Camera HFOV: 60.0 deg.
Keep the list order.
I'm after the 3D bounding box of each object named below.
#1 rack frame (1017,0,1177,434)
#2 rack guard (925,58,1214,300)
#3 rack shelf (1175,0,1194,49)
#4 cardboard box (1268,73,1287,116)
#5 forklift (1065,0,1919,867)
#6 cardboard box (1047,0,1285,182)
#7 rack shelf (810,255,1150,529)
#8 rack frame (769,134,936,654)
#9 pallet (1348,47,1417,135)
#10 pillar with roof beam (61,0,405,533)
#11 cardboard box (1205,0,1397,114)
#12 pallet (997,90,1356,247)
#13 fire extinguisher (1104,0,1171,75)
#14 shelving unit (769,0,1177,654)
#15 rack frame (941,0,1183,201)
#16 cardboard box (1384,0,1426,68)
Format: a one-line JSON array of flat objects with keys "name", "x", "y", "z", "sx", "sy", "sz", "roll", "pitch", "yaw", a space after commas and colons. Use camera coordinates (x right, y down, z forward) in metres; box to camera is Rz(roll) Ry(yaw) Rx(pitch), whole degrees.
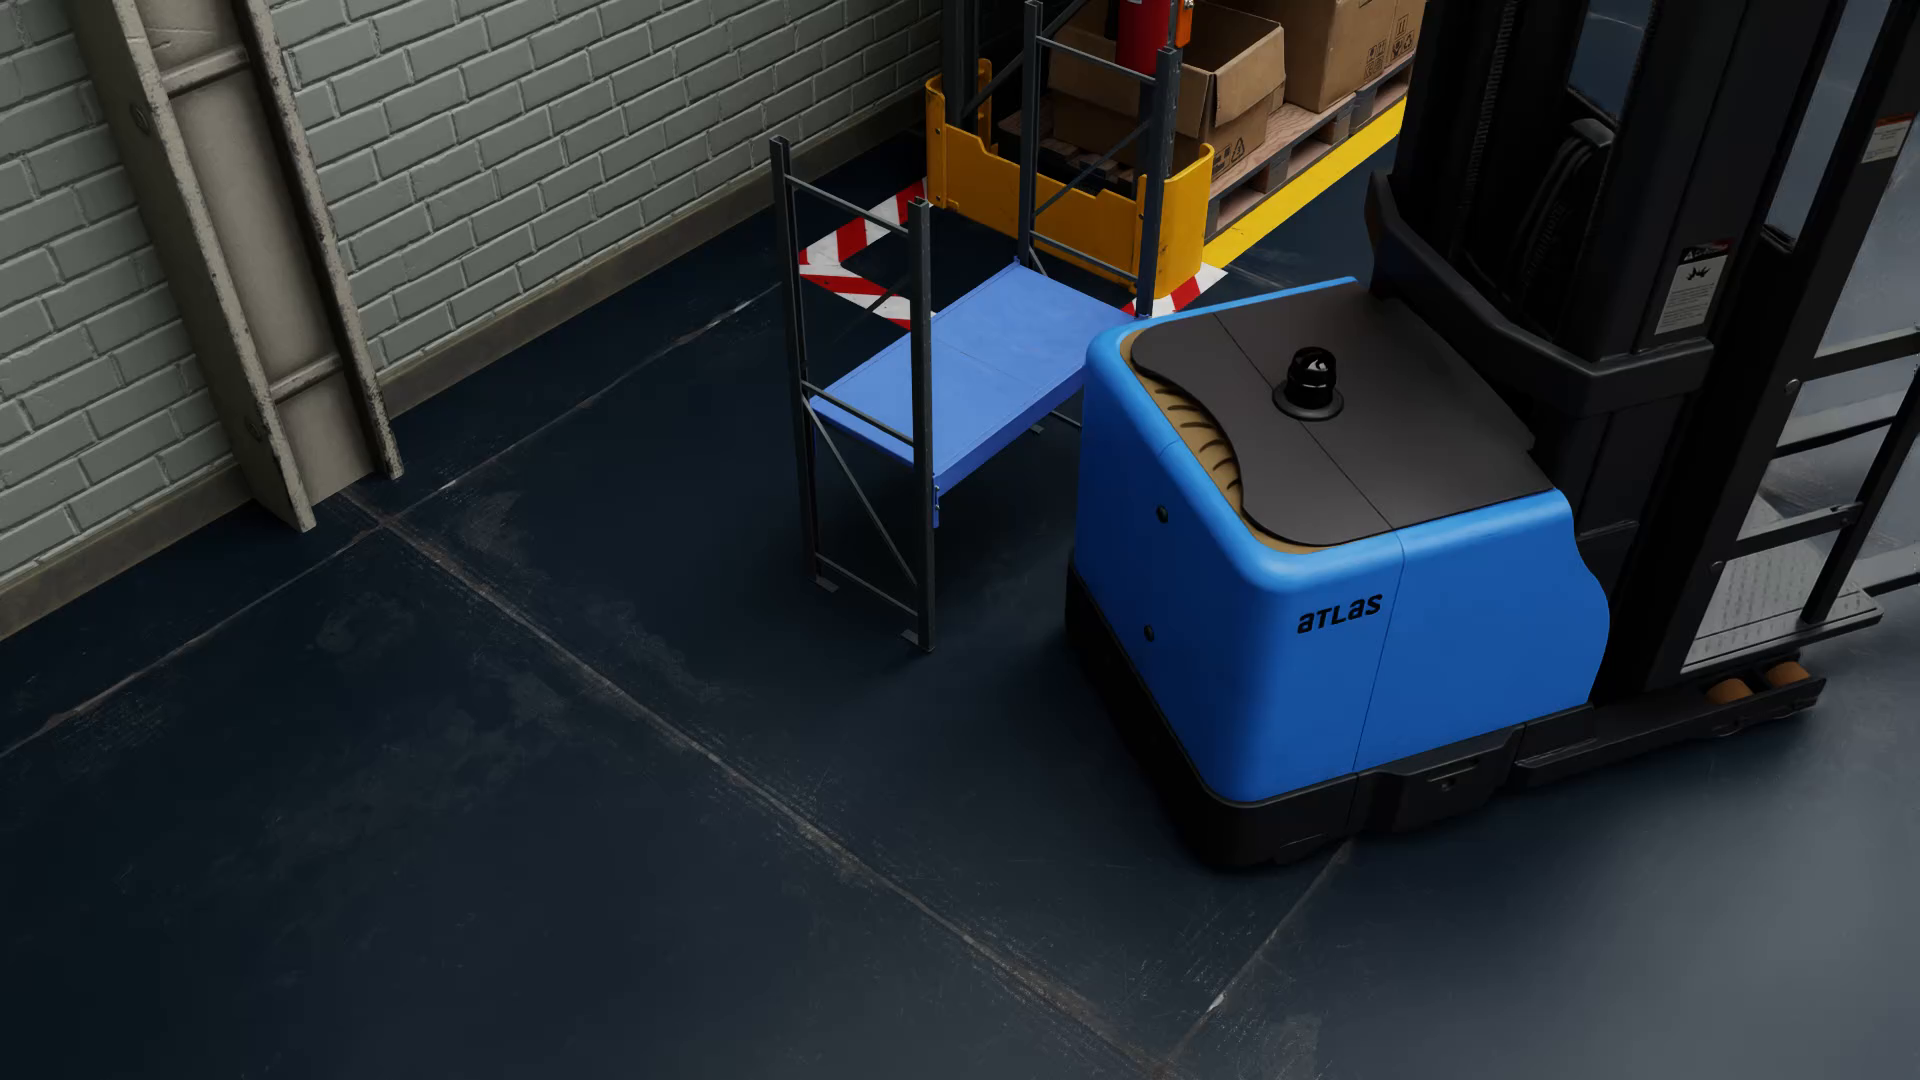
[{"name": "rack frame", "x": 0.382, "y": -0.861, "z": 5.082, "sx": 0.500, "sy": 1.500, "sz": 0.032, "roll": 29, "pitch": 50, "yaw": 28}, {"name": "rack guard", "x": 0.397, "y": -1.411, "z": 6.430, "sx": 1.175, "sy": 0.500, "sz": 0.348, "roll": 29, "pitch": 50, "yaw": 28}, {"name": "rack shelf", "x": 1.635, "y": -3.060, "z": 6.920, "sx": 1.077, "sy": 0.370, "sz": 4.000, "roll": 29, "pitch": 50, "yaw": 28}, {"name": "cardboard box", "x": 1.118, "y": -1.873, "z": 6.887, "sx": 0.380, "sy": 0.149, "sz": 0.250, "roll": 28, "pitch": 49, "yaw": 27}, {"name": "forklift", "x": 1.881, "y": -0.858, "z": 4.015, "sx": 3.031, "sy": 2.935, "sz": 1.130, "roll": -14, "pitch": 44, "yaw": -15}, {"name": "cardboard box", "x": 0.815, "y": -1.802, "z": 6.546, "sx": 0.797, "sy": 0.503, "sz": 0.637, "roll": 28, "pitch": 49, "yaw": 27}, {"name": "rack shelf", "x": 0.055, "y": -0.466, "z": 4.915, "sx": 0.538, "sy": 0.185, "sz": 1.000, "roll": 29, "pitch": 50, "yaw": 28}, {"name": "rack frame", "x": -0.272, "y": -0.337, "z": 4.506, "sx": 0.500, "sy": 1.500, "sz": 0.032, "roll": 29, "pitch": 50, "yaw": 28}, {"name": "pallet", "x": 1.695, "y": -2.340, "z": 7.667, "sx": 1.003, "sy": 0.211, "sz": 1.213, "roll": 29, "pitch": 50, "yaw": 28}, {"name": "pillar with roof beam", "x": 1.218, "y": -1.654, "z": 0.380, "sx": 9.100, "sy": 9.000, "sz": 0.400, "roll": 29, "pitch": 50, "yaw": 28}, {"name": "cardboard box", "x": 1.394, "y": -2.224, "z": 7.012, "sx": 0.700, "sy": 0.500, "sz": 0.500, "roll": 32, "pitch": 51, "yaw": 30}, {"name": "pallet", "x": 0.910, "y": -1.715, "z": 6.979, "sx": 1.003, "sy": 0.211, "sz": 1.213, "roll": 29, "pitch": 50, "yaw": 28}, {"name": "fire extinguisher", "x": 0.607, "y": -1.854, "z": 5.394, "sx": 0.296, "sy": 0.674, "sz": 0.183, "roll": 29, "pitch": 50, "yaw": 28}, {"name": "shelving unit", "x": 0.055, "y": -0.599, "z": 4.794, "sx": 0.538, "sy": 1.500, "sz": 1.048, "roll": 29, "pitch": 50, "yaw": 28}, {"name": "rack frame", "x": 0.348, "y": -2.296, "z": 5.546, "sx": 1.000, "sy": 3.000, "sz": 0.127, "roll": 29, "pitch": 50, "yaw": 28}, {"name": "cardboard box", "x": 1.811, "y": -2.453, "z": 7.264, "sx": 0.500, "sy": 0.500, "sz": 0.500, "roll": 30, "pitch": 50, "yaw": 29}]
